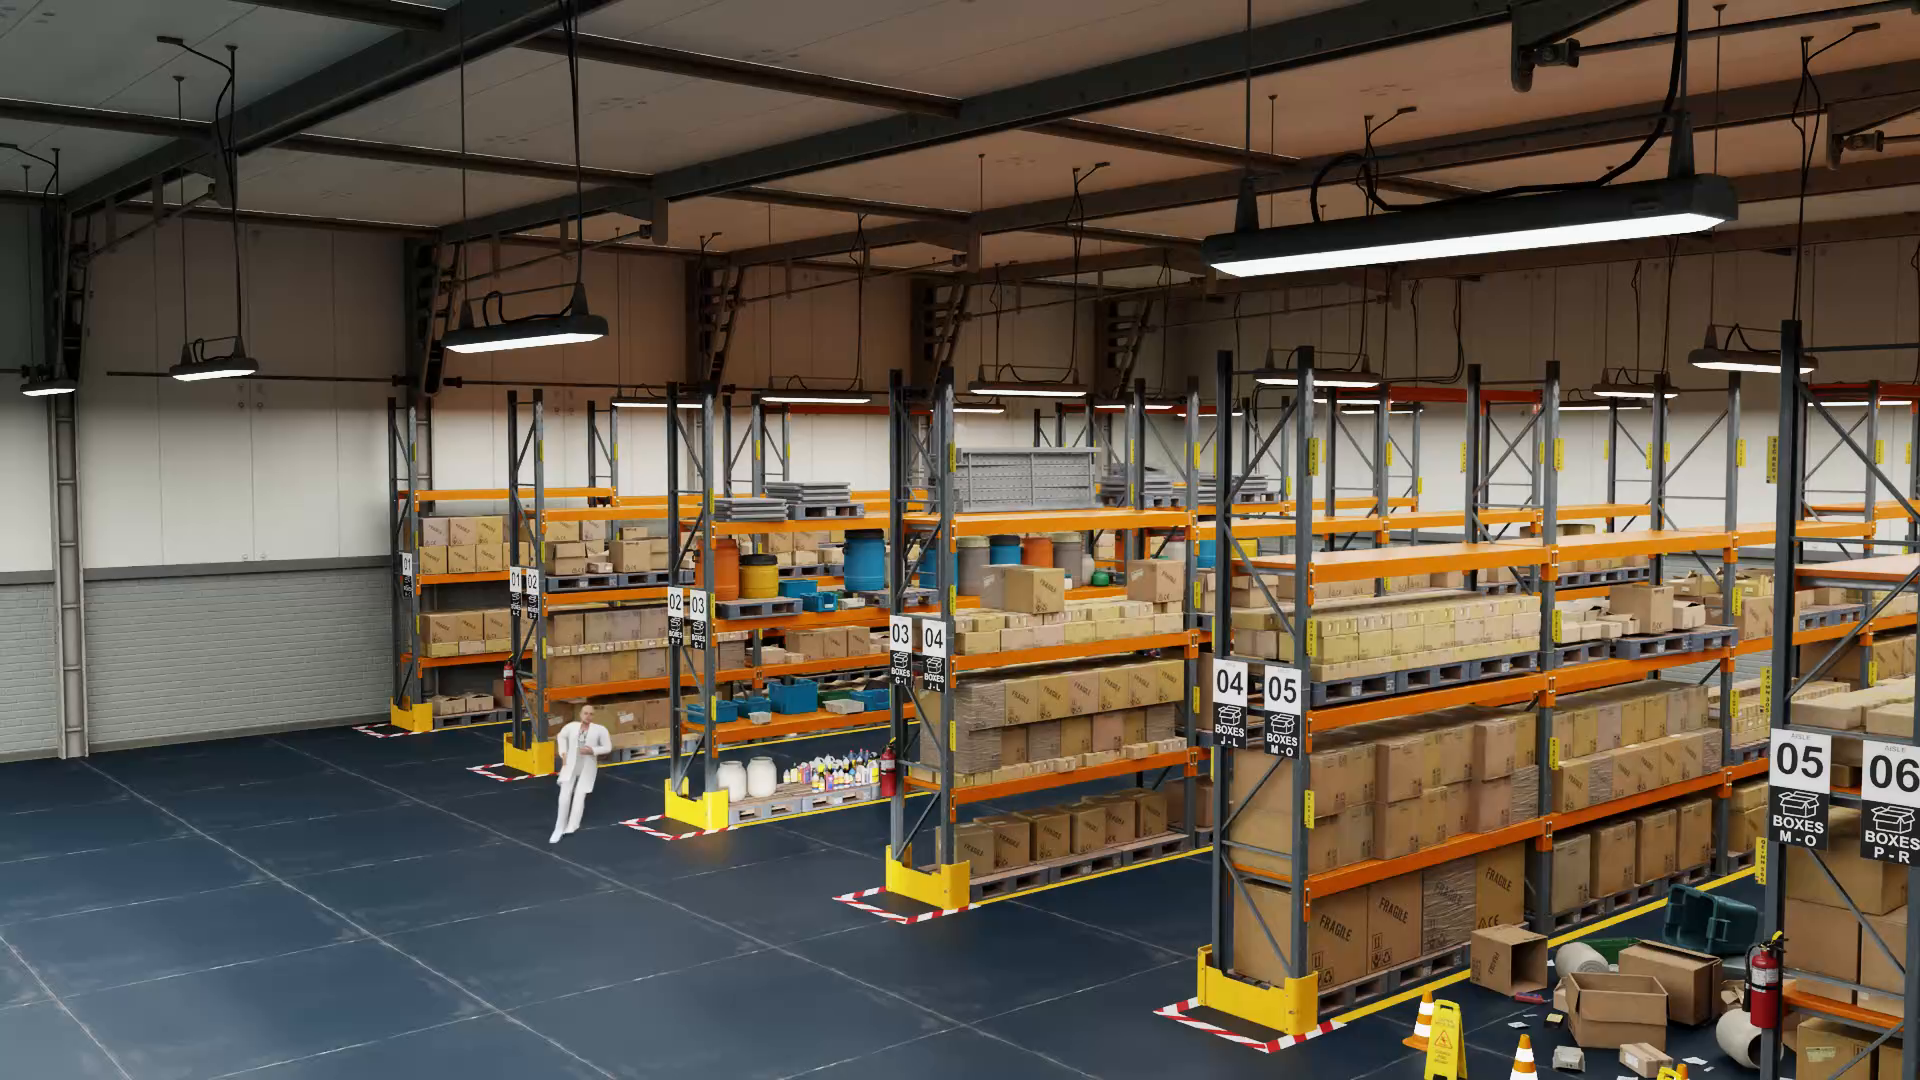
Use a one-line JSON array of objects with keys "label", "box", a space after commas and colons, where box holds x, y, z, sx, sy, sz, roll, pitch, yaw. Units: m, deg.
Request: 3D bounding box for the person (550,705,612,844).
[{"label": "person", "box": [-4.947, 3.030, 21.784, 0.778, 1.765, 0.716, 0, 3, -5]}]

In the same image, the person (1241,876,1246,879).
[{"label": "person", "box": [3.192, 3.272, 17.513, 0.598, 1.739, 0.706, -3, 4, -41]}]
